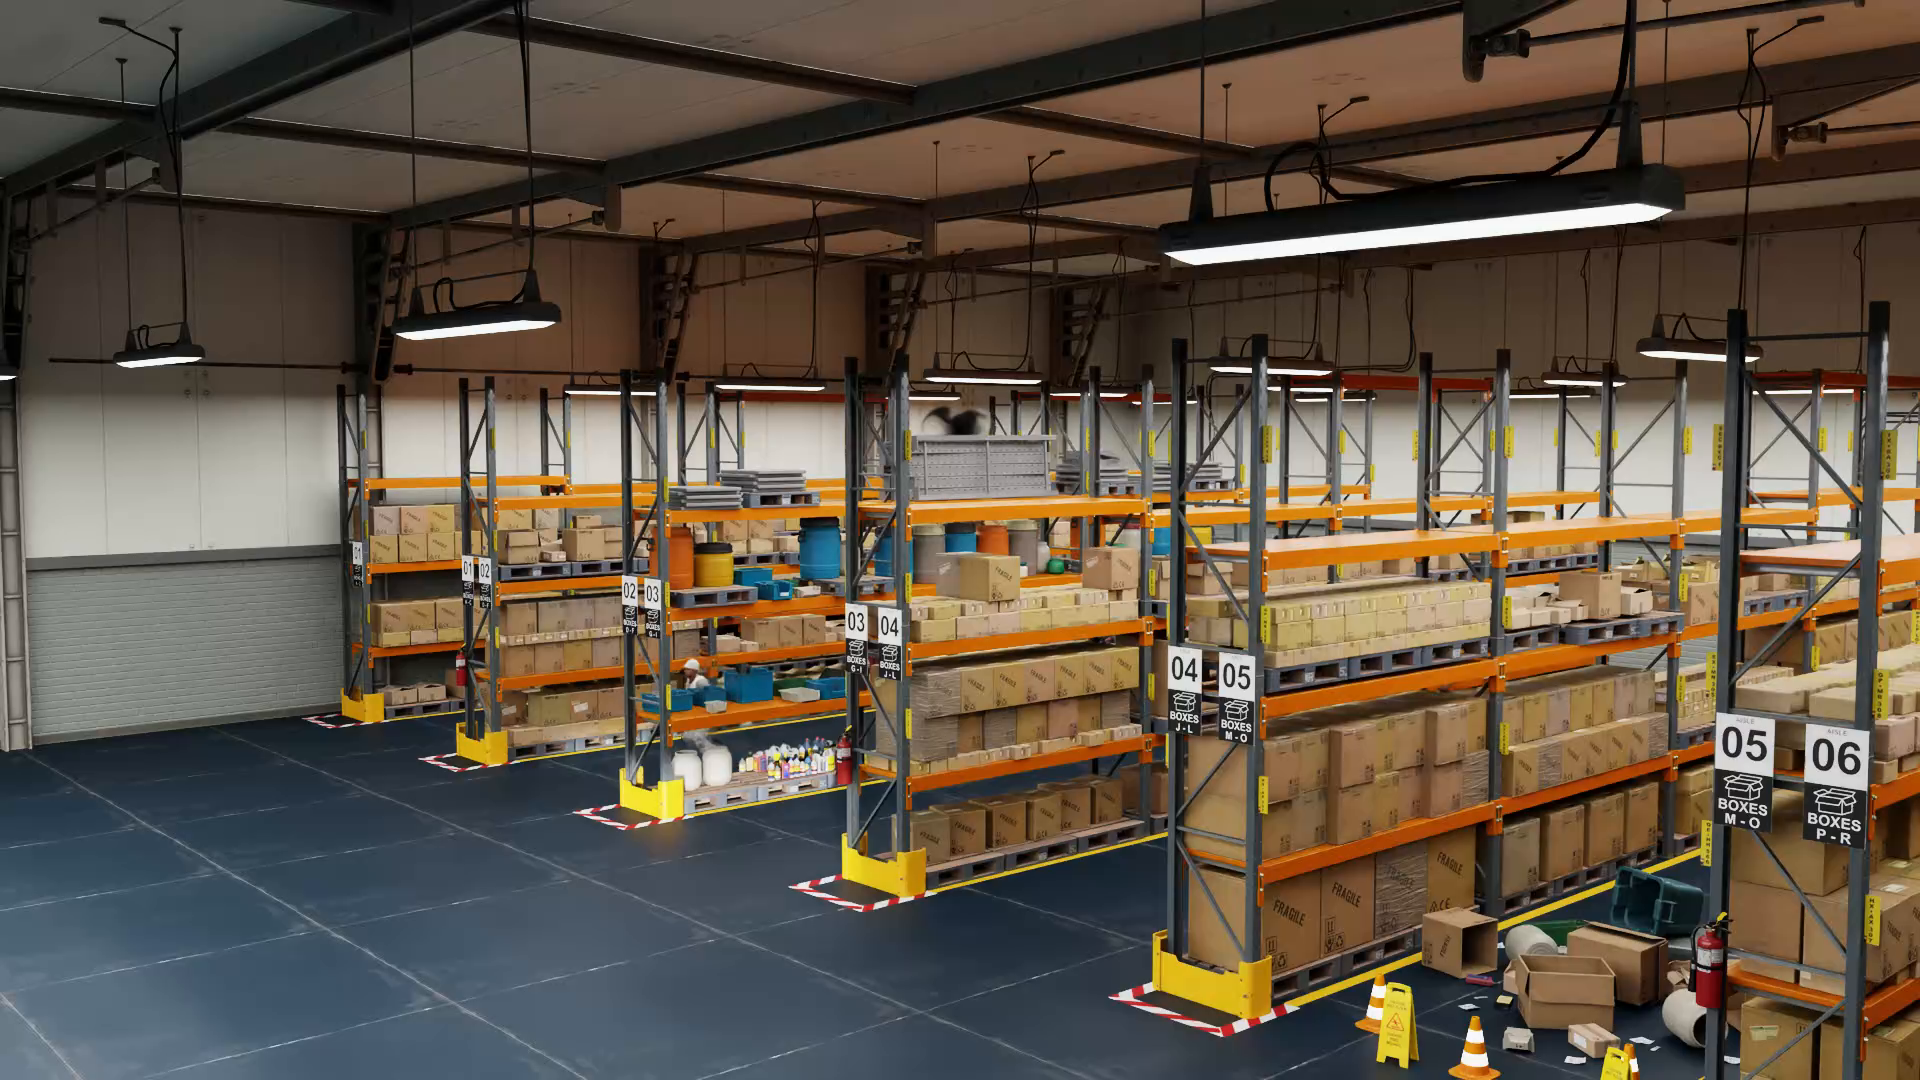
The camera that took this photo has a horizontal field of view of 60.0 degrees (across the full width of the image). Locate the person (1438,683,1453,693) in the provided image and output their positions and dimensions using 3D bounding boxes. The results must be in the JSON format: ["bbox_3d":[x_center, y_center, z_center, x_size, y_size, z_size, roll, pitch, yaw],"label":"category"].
[{"bbox_3d":[6.937,2.752,23.751,0.598,1.726,0.702,-3,5,-39],"label":"person"}]

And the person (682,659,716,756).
[{"bbox_3d":[-3.982,2.651,25.189,0.610,1.712,0.656,-3,5,-38],"label":"person"}]
